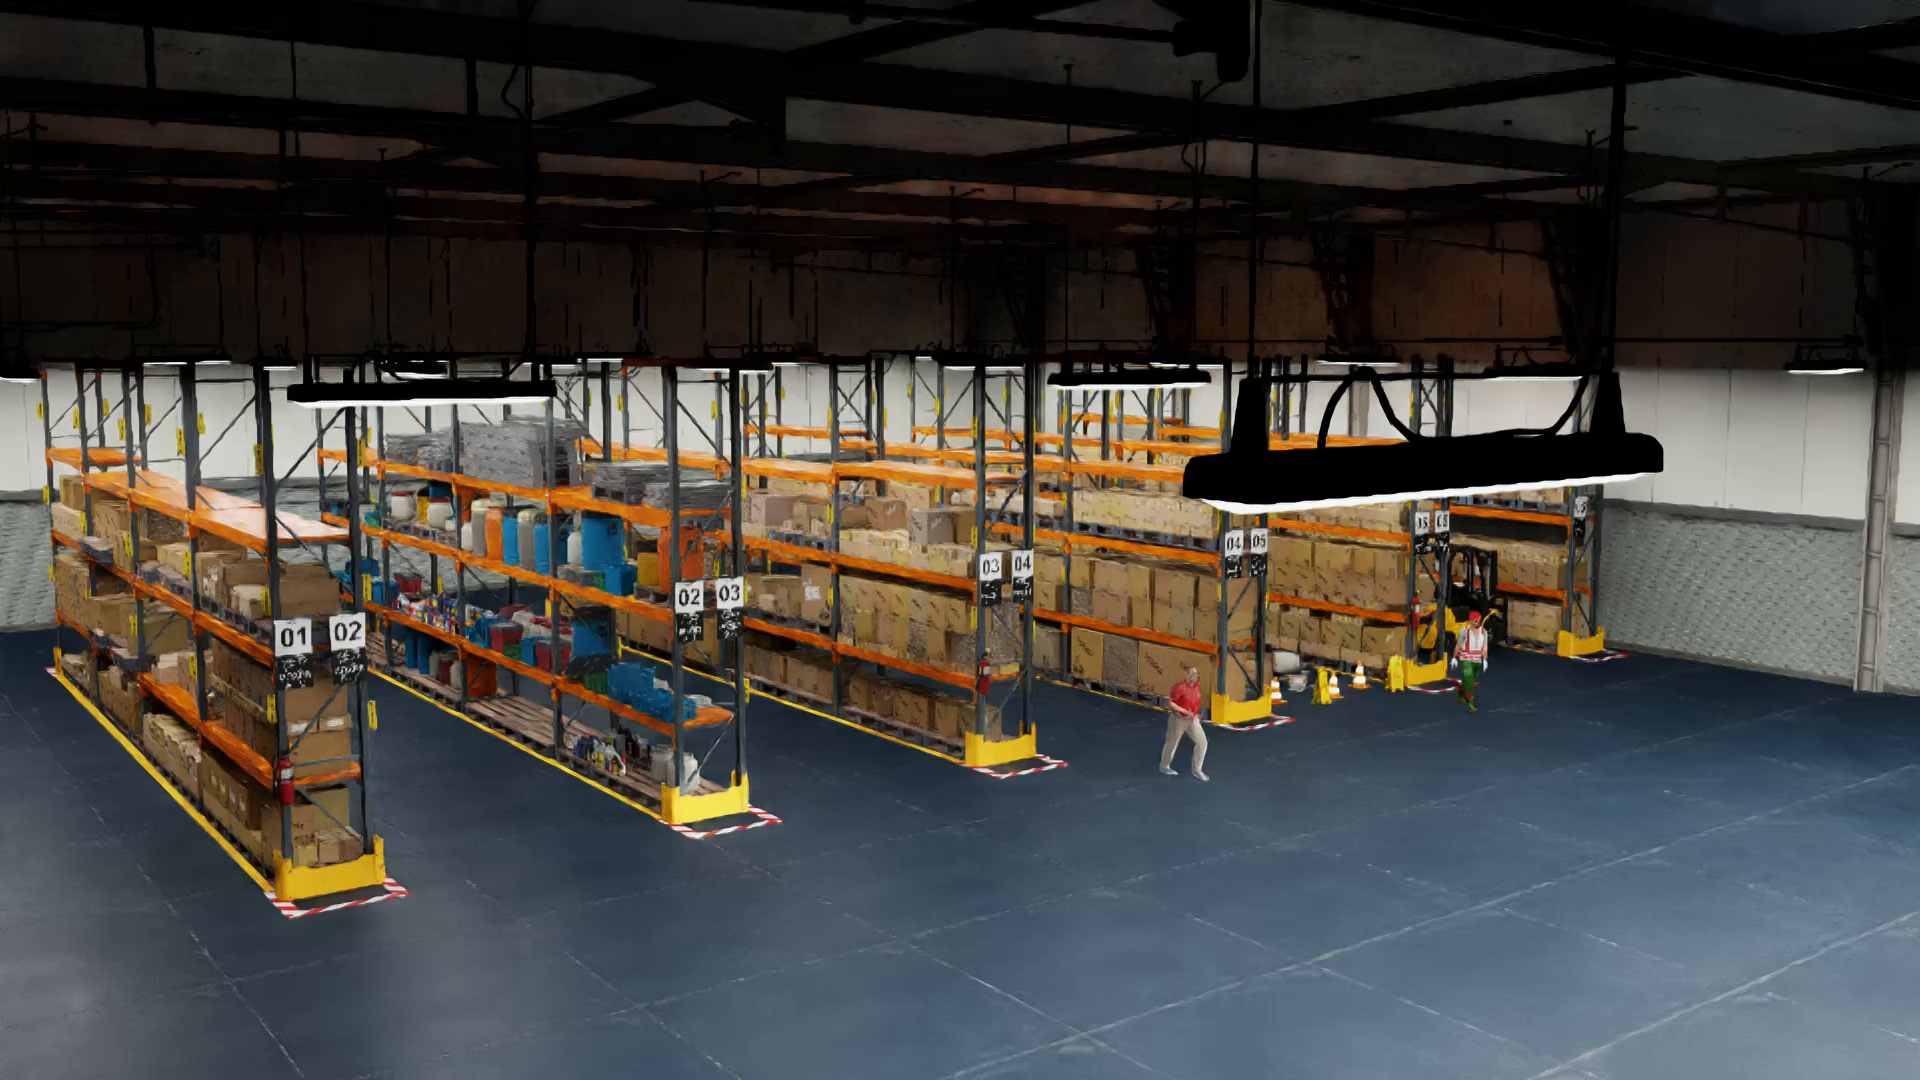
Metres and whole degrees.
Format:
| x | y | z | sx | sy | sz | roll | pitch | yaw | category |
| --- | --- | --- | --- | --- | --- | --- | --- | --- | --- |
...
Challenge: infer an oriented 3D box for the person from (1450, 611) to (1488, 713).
| x | y | z | sx | sy | sz | roll | pitch | yaw | category |
| --- | --- | --- | --- | --- | --- | --- | --- | --- | --- |
| 8.768 | 2.058 | 28.541 | 0.595 | 1.739 | 0.978 | -2 | 7 | -15 | person |

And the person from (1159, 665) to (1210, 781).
| x | y | z | sx | sy | sz | roll | pitch | yaw | category |
| --- | --- | --- | --- | --- | --- | --- | --- | --- | --- |
| 3.273 | 2.621 | 24.107 | 0.686 | 1.666 | 0.867 | -4 | 8 | -31 | person |
